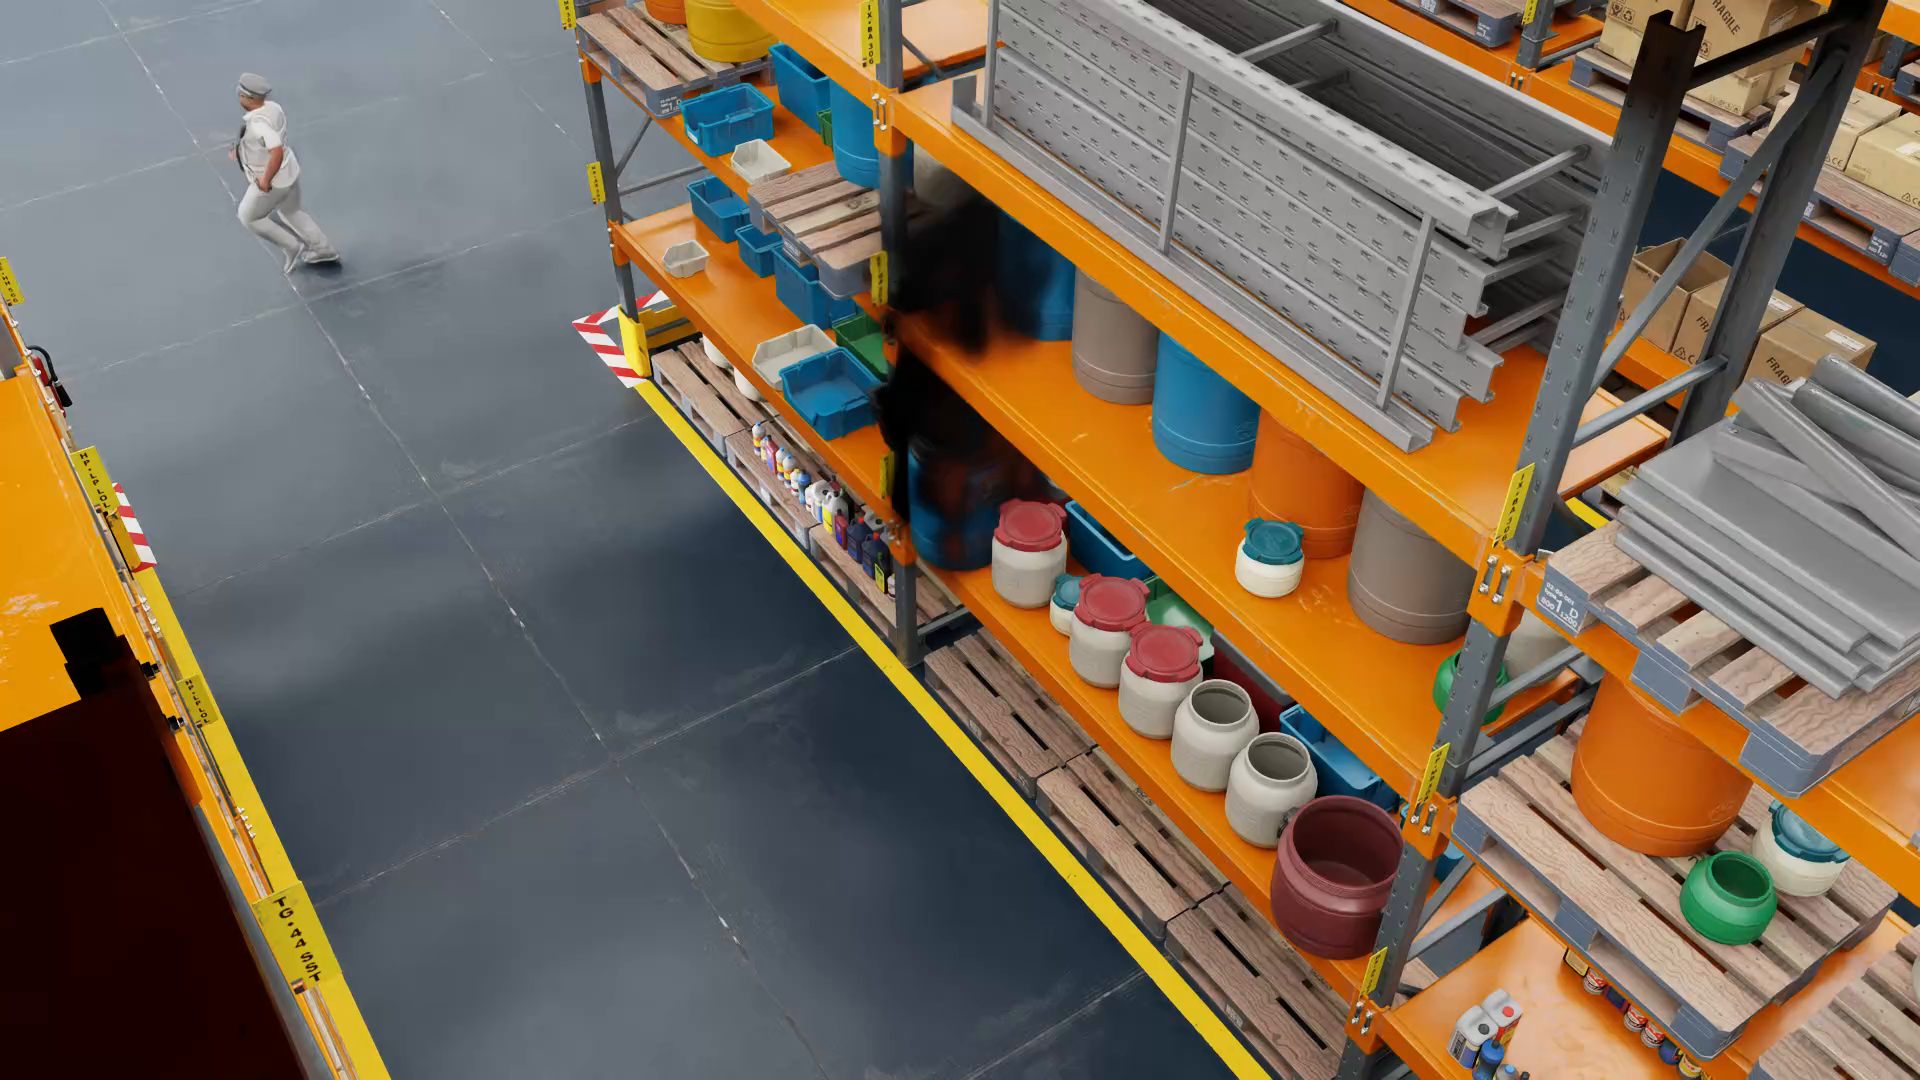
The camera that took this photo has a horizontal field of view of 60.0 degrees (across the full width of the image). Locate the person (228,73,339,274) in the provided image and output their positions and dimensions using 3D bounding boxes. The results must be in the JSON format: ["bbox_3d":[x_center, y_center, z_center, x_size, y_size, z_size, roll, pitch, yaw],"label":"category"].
[{"bbox_3d":[-5.694,-2.998,13.744,0.680,1.776,0.674,1,43,1],"label":"person"}]
